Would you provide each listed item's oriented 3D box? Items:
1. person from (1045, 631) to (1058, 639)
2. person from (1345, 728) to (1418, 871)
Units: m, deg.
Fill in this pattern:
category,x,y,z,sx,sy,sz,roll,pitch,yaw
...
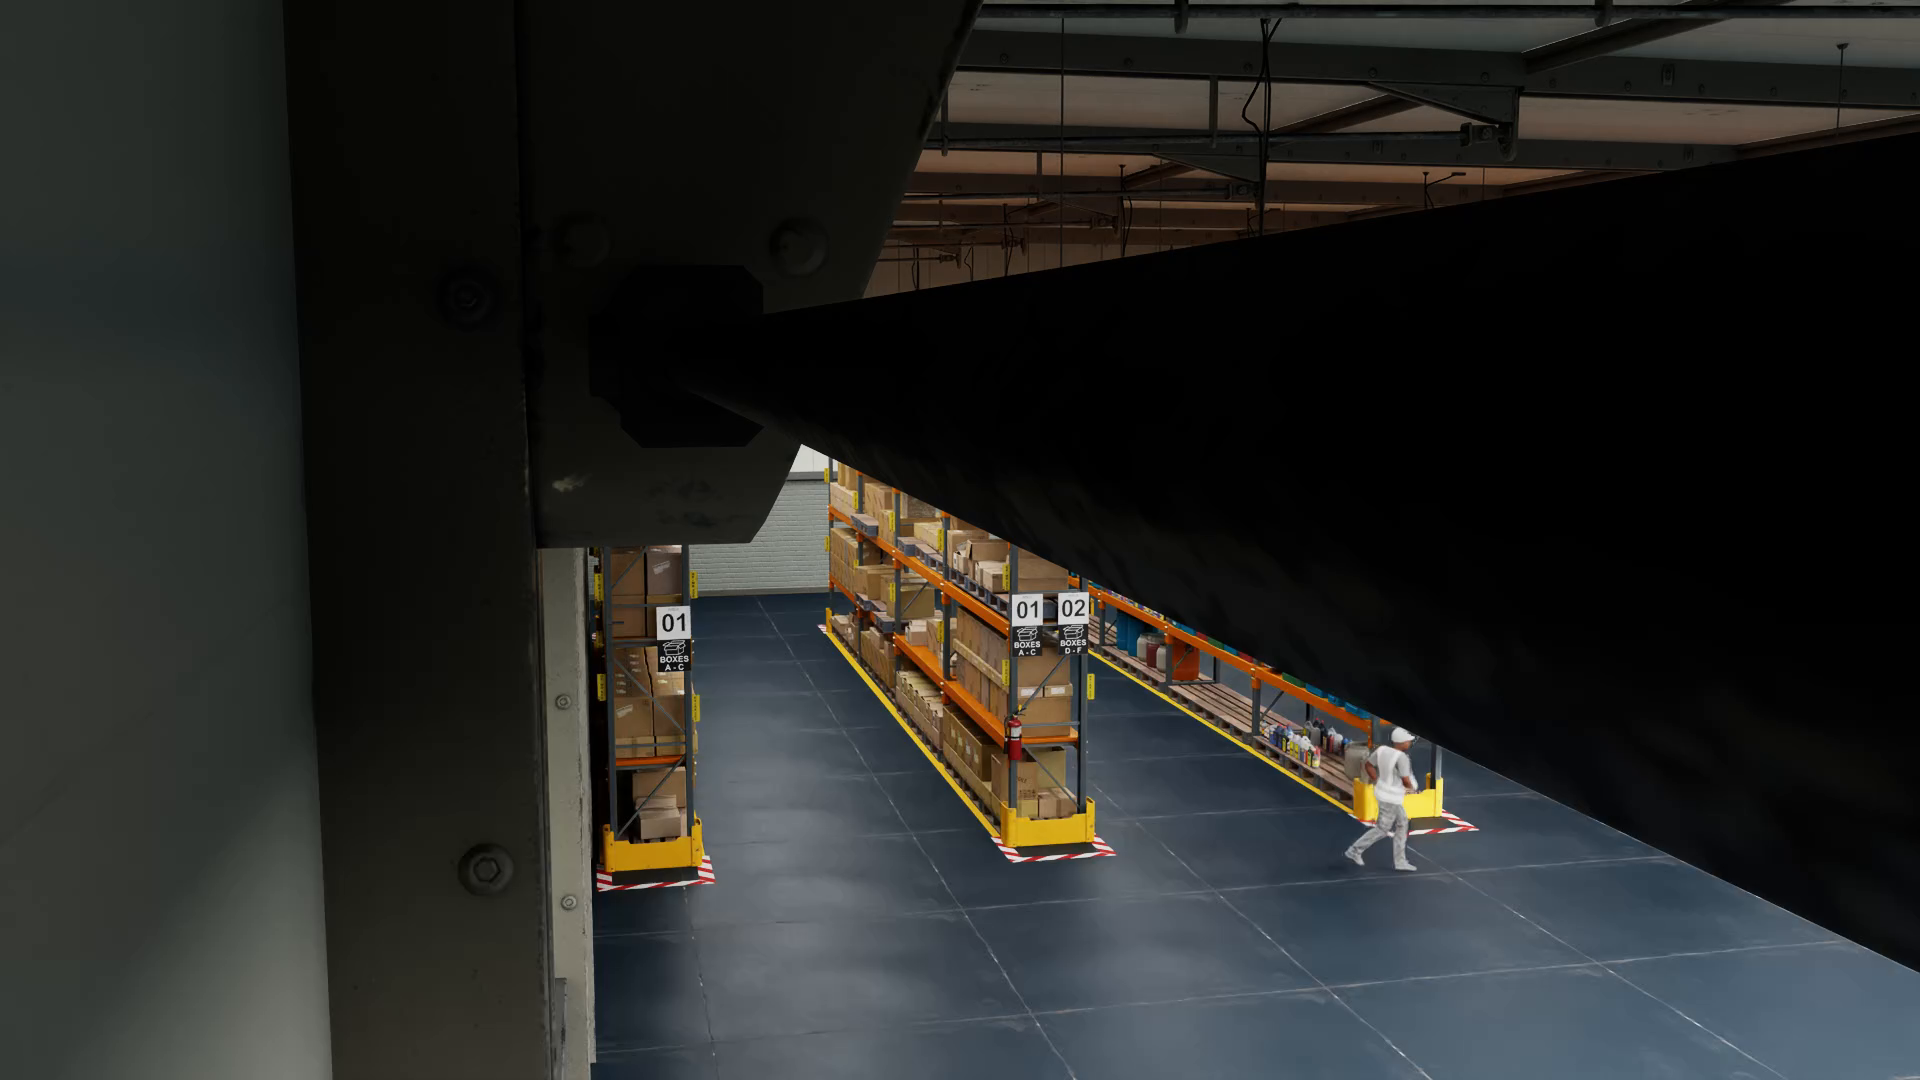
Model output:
category,x,y,z,sx,sy,sz,roll,pitch,yaw
person,1.515,2.070,28.823,0.633,1.708,0.696,-4,8,-29
person,5.057,3.105,19.815,0.861,1.756,0.631,0,7,-1
